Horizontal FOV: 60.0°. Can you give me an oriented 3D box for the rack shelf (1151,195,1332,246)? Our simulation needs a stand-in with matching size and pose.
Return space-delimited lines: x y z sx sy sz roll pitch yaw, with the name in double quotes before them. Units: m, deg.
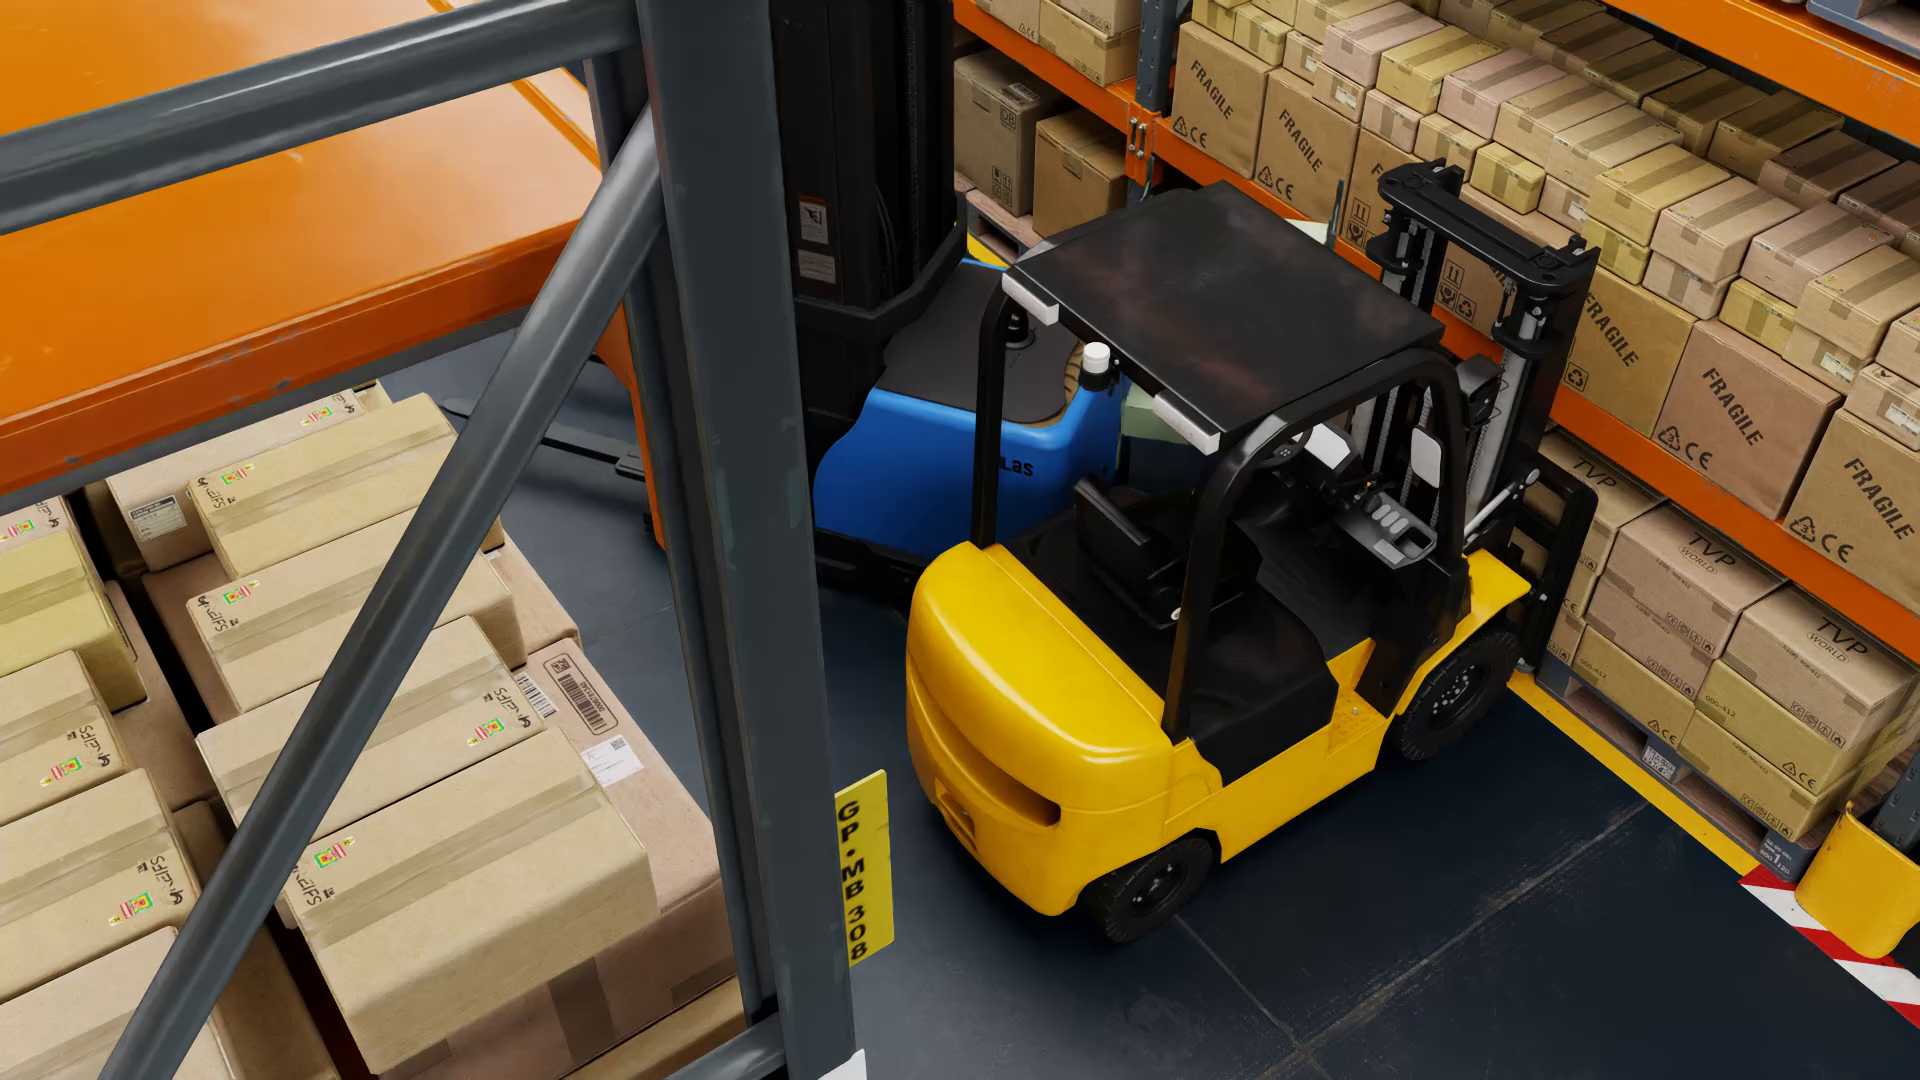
"rack shelf" 1.055 -1.039 6.513 0.720 0.370 0.431 9 43 10

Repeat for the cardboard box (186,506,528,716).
"cardboard box" -0.852 0.131 2.364 0.380 0.149 0.250 -26 49 -24

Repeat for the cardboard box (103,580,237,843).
"cardboard box" -1.356 0.385 2.386 0.500 0.250 0.500 -26 50 -25

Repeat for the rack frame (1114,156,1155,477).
"rack frame" 0.698 -0.811 6.840 0.023 1.500 0.400 9 43 10

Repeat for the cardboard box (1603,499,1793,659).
"cardboard box" 2.687 0.091 5.936 0.500 0.250 0.500 -25 49 -24

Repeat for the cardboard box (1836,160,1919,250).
"cardboard box" 3.072 -1.070 5.432 0.380 0.149 0.250 -25 49 -24

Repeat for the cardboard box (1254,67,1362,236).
"cardboard box" 1.566 -1.624 6.698 0.500 0.500 0.500 -25 49 -24

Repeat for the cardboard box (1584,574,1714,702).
"cardboard box" 2.690 0.256 6.126 0.500 0.250 0.500 -26 50 -25

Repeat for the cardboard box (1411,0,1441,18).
"cardboard box" 1.917 -2.245 6.663 0.380 0.149 0.250 -26 50 -25

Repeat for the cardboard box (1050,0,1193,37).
"cardboard box" 0.724 -2.535 7.470 0.500 0.250 0.500 -27 50 -25

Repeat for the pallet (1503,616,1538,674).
"pallet" 2.337 -0.064 7.155 1.003 0.211 1.213 -26 49 -24

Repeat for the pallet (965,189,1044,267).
"pallet" 0.761 -1.624 8.789 1.003 0.211 1.213 -26 49 -24

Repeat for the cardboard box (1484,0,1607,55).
"cardboard box" 2.244 -1.973 6.378 0.380 0.149 0.250 -26 50 -25

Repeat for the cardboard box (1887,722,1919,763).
"cardboard box" 3.382 0.522 6.209 0.500 0.250 0.500 -26 49 -24

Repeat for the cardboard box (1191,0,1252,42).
"cardboard box" 1.181 -2.217 6.849 0.380 0.149 0.250 -26 50 -25

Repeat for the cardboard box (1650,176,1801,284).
"cardboard box" 2.465 -1.003 5.361 0.380 0.149 0.250 -25 49 -23

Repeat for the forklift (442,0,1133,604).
"forklift" -0.828 -1.335 6.517 3.031 2.935 1.130 15 46 16

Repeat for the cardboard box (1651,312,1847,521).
"cardboard box" 2.717 -0.474 5.493 0.500 0.500 0.500 -24 49 -23

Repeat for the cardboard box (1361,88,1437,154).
"cardboard box" 1.732 -1.617 6.220 0.380 0.149 0.250 -26 50 -25

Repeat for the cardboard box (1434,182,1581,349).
"cardboard box" 2.127 -1.045 6.091 0.500 0.500 0.500 -25 49 -24

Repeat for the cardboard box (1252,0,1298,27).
"cardboard box" 1.392 -2.206 6.622 0.380 0.149 0.250 -25 49 -24

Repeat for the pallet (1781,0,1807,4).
"pallet" 2.418 -2.121 5.182 1.003 0.211 1.213 -26 49 -24

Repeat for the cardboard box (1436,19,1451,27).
"cardboard box" 2.105 -2.008 6.630 0.380 0.149 0.250 -25 49 -24

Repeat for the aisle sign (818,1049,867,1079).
"aisle sign" -0.276 0.970 2.170 0.394 0.787 0.004 -26 49 -24

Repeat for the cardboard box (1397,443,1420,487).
"cardboard box" 2.094 -0.313 6.722 0.500 0.250 0.500 -26 49 -25

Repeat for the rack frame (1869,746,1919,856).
"rack frame" 3.503 0.034 5.033 1.000 3.000 0.127 -26 49 -24

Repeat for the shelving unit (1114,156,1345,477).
"shelving unit" 1.054 -0.752 6.777 0.755 1.500 0.431 9 43 10

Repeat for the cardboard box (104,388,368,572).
"cardboard box" -1.154 -0.143 2.651 0.380 0.149 0.250 -26 49 -25

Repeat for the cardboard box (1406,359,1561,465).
"cardboard box" 2.106 -0.481 6.535 0.500 0.250 0.500 -27 50 -25

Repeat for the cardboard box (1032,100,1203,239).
"cardboard box" 0.907 -1.815 8.386 0.875 0.625 0.625 -24 48 -23

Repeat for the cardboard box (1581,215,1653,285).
"cardboard box" 2.321 -1.039 5.615 0.380 0.149 0.250 -25 49 -24

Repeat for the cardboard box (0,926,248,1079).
"cardboard box" -1.002 0.640 1.831 0.380 0.149 0.250 -25 49 -24

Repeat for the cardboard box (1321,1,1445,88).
"cardboard box" 1.594 -1.872 6.272 0.380 0.149 0.250 -25 49 -24

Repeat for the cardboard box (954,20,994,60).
"cardboard box" 0.038 -2.683 9.294 0.875 0.625 0.625 -28 50 -26

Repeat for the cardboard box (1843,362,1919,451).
"cardboard box" 2.904 -0.455 5.003 0.380 0.149 0.250 -25 49 -24

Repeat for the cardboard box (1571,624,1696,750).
"cardboard box" 2.698 0.450 6.284 0.500 0.250 0.500 -26 49 -24

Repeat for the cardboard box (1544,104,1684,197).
"cardboard box" 2.243 -1.330 5.704 0.380 0.149 0.250 -25 49 -24

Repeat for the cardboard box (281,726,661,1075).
"cardboard box" -0.602 0.433 2.047 0.380 0.149 0.250 -26 49 -25

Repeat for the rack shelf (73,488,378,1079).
"rack shelf" -1.710 0.040 3.376 1.077 0.370 4.000 -26 49 -24

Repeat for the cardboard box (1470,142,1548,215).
"cardboard box" 2.050 -1.334 5.924 0.380 0.149 0.250 -27 50 -25

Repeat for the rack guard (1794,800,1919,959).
"rack guard" 3.517 0.952 5.882 1.175 0.500 0.348 -26 49 -24

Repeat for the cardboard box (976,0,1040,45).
"cardboard box" 0.420 -2.641 7.944 0.500 0.250 0.500 -26 49 -25

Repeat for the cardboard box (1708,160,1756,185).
"cardboard box" 2.844 -1.287 5.875 0.380 0.149 0.250 -24 49 -23

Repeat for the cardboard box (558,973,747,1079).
"cardboard box" -0.489 0.687 2.359 0.380 0.149 0.250 -26 49 -24

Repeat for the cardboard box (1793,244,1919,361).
"cardboard box" 2.787 -0.728 5.074 0.380 0.149 0.250 -25 49 -24

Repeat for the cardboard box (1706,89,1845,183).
"cardboard box" 2.831 -1.397 5.775 0.380 0.149 0.250 -27 50 -25

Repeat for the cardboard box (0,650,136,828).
"cardboard box" -1.279 0.341 2.143 0.380 0.149 0.250 -26 50 -25

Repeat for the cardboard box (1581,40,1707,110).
"cardboard box" 2.471 -1.654 6.044 0.380 0.149 0.250 -24 49 -23

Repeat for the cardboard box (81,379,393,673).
"cardboard box" -1.231 -0.103 2.897 0.500 0.250 0.500 -24 49 -23

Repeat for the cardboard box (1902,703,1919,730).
"cardboard box" 3.404 0.348 6.029 0.500 0.250 0.500 -25 49 -24

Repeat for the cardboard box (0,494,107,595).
"cardboard box" -1.516 0.036 2.463 0.380 0.149 0.250 -26 49 -24

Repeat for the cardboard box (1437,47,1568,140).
"cardboard box" 1.956 -1.613 6.001 0.380 0.149 0.250 -26 49 -25

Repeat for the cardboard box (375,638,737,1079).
"cardboard box" -0.635 0.469 2.298 0.500 0.250 0.500 -27 50 -25

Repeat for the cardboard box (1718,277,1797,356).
"cardboard box" 2.674 -0.771 5.334 0.380 0.149 0.250 -26 49 -25

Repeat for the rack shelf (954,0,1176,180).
"rack shelf" 0.071 -3.104 8.841 1.077 0.370 4.000 -26 49 -24

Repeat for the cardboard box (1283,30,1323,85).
"cardboard box" 1.503 -1.935 6.553 0.380 0.149 0.250 -26 49 -25
